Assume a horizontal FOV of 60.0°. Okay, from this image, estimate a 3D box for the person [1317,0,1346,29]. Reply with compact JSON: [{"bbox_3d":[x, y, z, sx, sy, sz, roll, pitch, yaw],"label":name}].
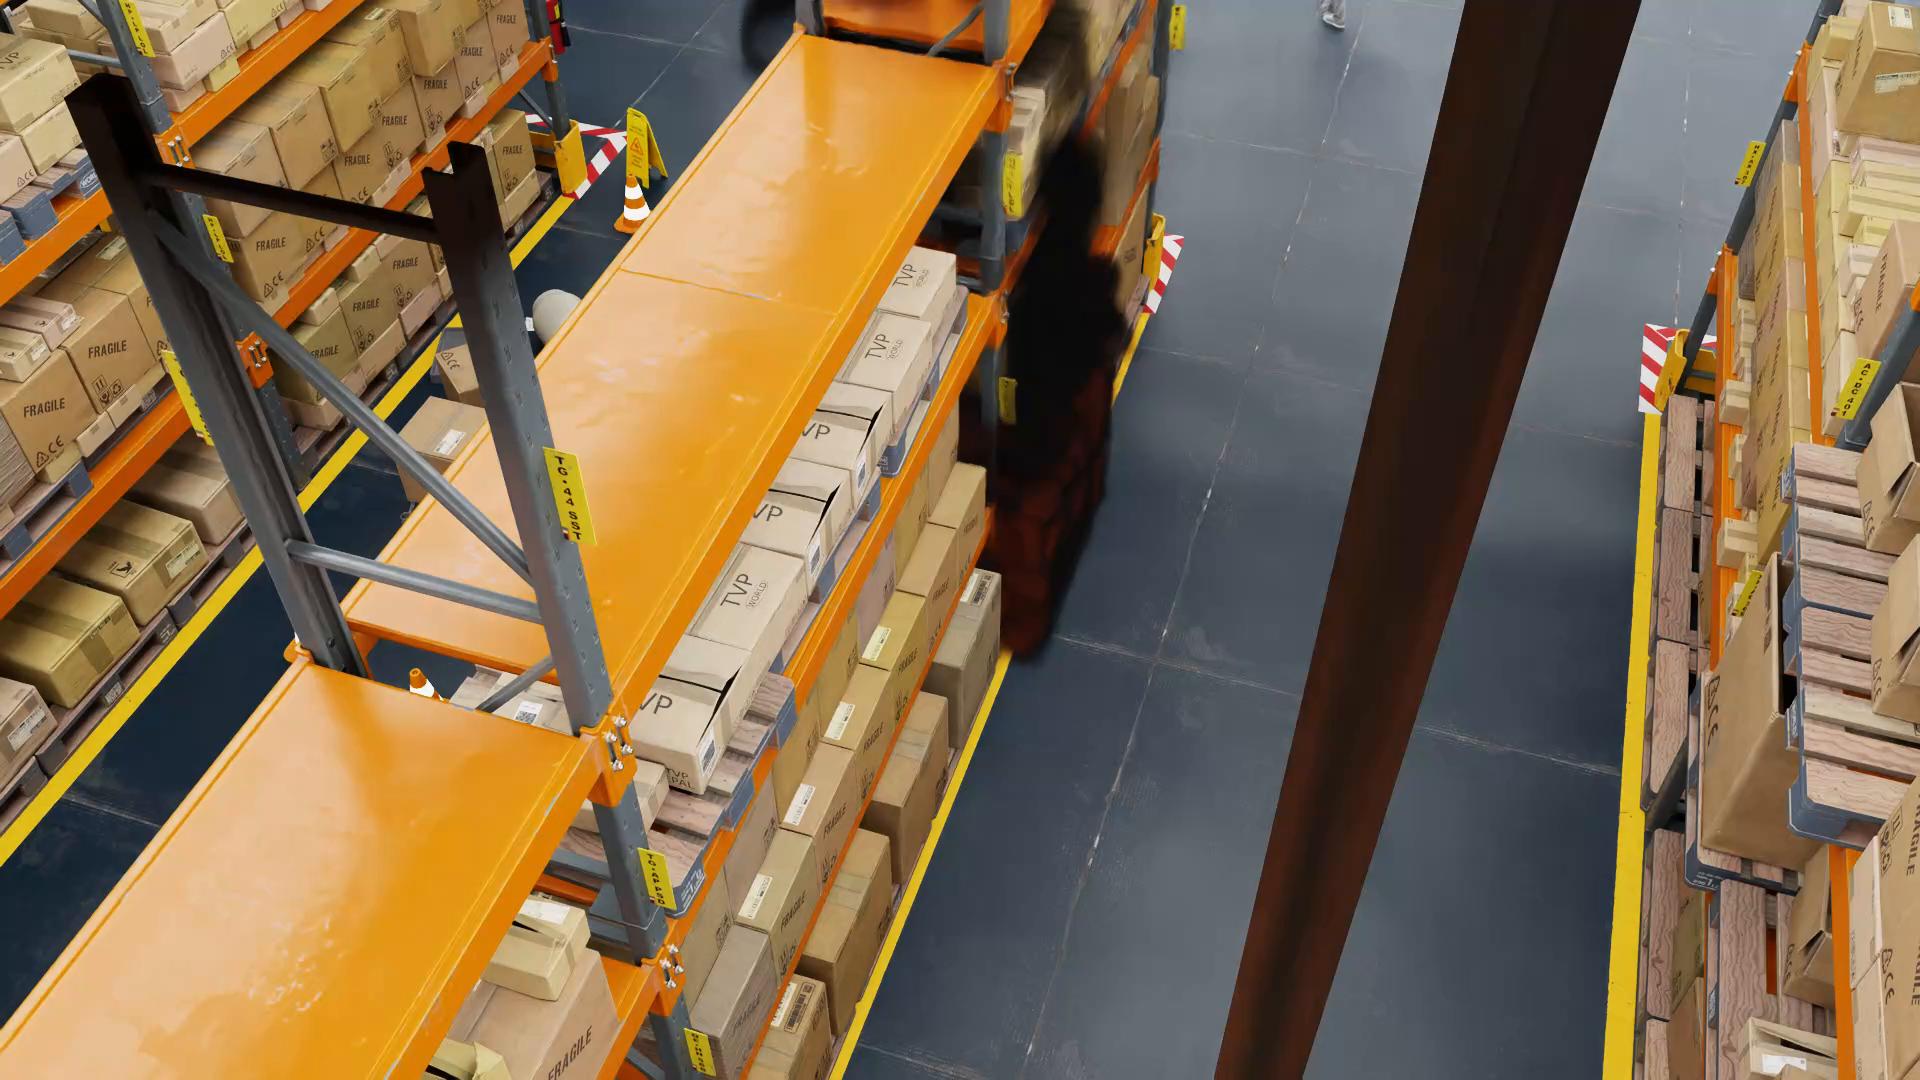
[{"bbox_3d":[3.422,-5.633,15.470,0.635,1.648,0.700,-21,49,-20],"label":"person"}]
